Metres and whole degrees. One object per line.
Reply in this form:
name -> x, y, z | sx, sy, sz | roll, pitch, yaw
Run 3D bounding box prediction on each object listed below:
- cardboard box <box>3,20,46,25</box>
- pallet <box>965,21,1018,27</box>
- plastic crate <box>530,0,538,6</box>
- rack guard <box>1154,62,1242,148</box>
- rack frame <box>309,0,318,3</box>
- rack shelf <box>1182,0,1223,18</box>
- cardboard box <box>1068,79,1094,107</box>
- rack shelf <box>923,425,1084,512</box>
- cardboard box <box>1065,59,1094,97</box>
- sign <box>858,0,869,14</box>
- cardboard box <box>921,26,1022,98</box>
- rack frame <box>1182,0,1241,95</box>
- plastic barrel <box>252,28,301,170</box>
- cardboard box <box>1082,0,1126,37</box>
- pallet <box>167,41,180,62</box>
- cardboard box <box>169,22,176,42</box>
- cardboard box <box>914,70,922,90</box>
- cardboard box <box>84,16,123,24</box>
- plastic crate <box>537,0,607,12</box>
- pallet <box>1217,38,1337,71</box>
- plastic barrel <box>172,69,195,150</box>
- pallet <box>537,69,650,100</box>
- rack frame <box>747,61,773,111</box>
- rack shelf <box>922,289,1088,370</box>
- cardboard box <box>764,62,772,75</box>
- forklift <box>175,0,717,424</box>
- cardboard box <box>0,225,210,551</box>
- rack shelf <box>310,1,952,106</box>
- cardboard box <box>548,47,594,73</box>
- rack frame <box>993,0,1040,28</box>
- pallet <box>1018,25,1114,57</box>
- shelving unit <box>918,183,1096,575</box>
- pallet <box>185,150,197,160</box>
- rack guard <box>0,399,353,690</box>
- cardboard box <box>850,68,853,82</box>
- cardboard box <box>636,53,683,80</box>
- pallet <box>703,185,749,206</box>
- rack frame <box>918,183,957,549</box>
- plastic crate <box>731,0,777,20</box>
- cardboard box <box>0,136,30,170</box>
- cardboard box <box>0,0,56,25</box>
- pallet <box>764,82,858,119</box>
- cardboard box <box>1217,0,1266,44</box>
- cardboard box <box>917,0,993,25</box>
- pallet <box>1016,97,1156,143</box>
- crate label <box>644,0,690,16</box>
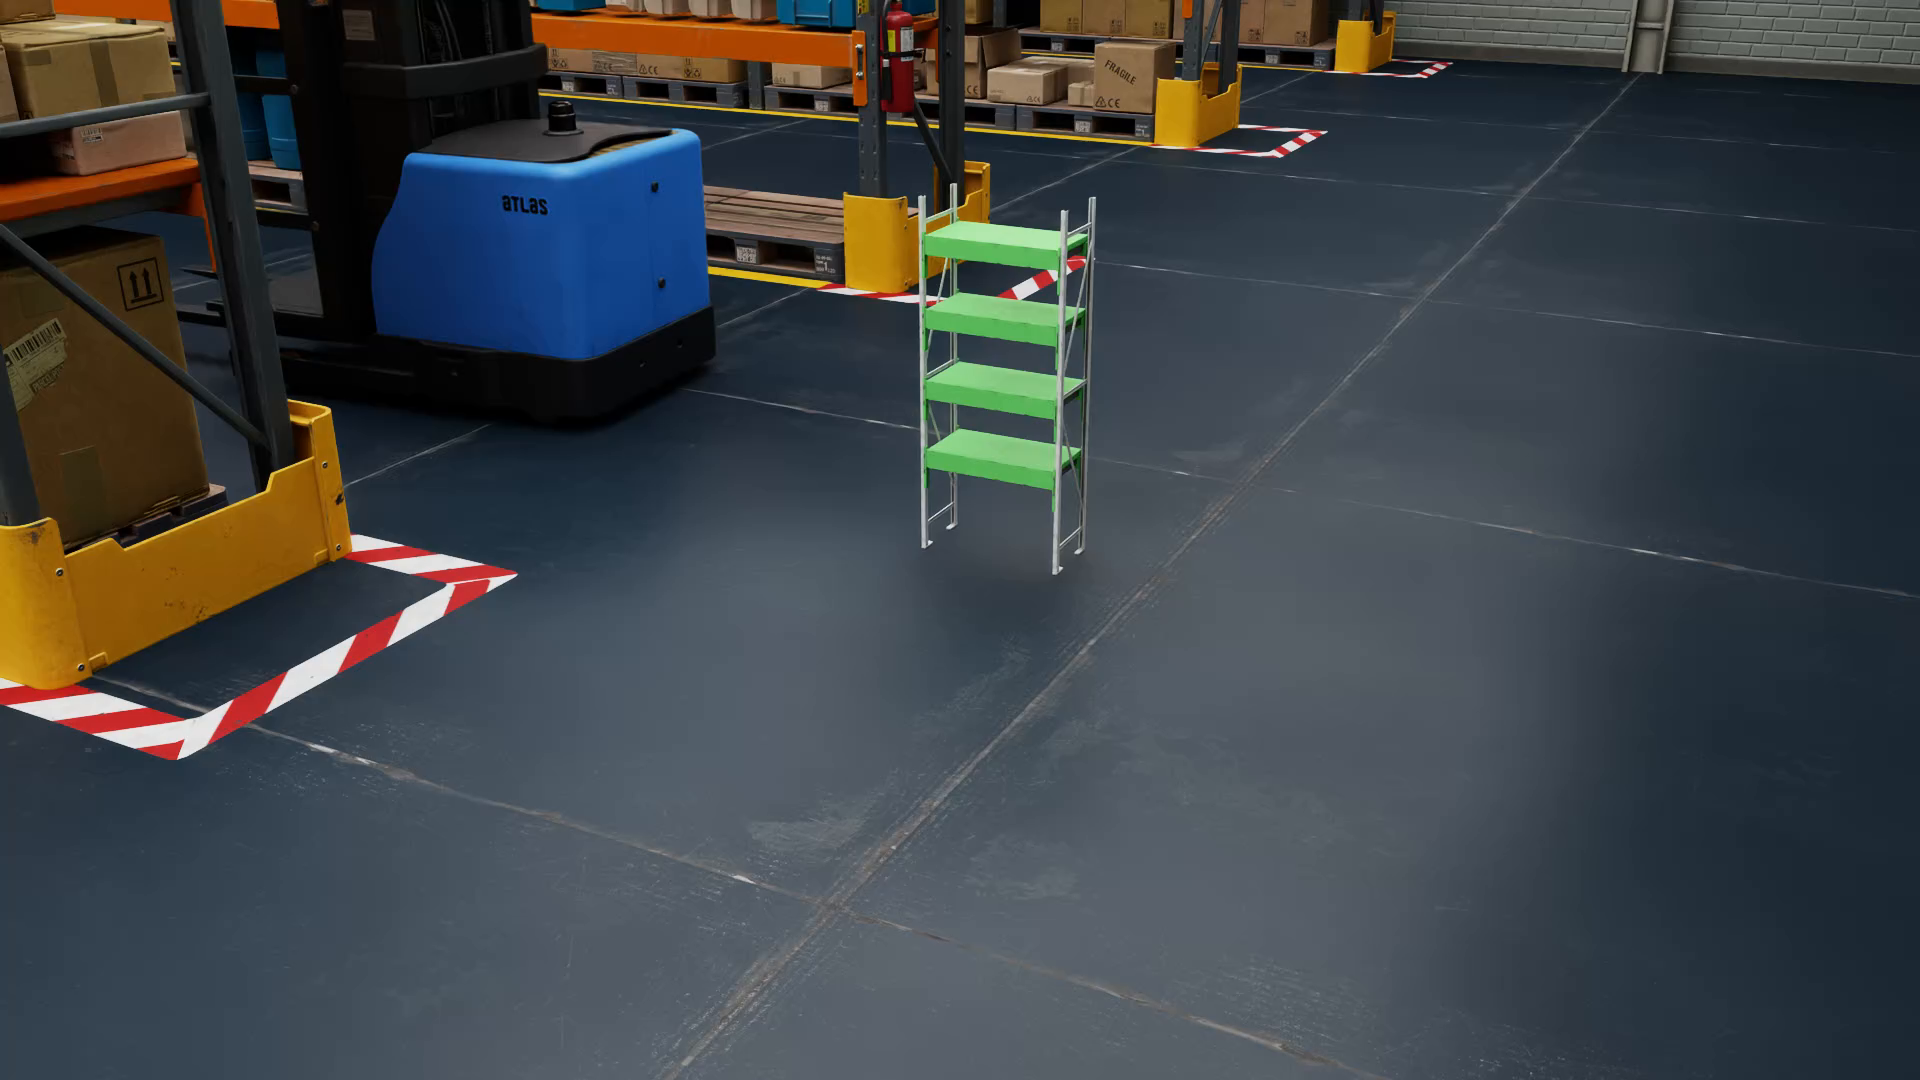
cardboard box -> -3.258, -1.518, 5.297 | 0.500, 0.250, 0.500 | 11, 25, 24
pallet -> -0.072, -5.904, 19.364 | 1.213, 0.211, 1.003 | 11, 25, 25
plastic crate -> -2.540, -3.257, 9.649 | 0.530, 0.282, 0.437 | 11, 25, 25
rack guard -> 1.921, -3.504, 13.350 | 0.348, 0.500, 1.175 | 11, 25, 25
rack frame -> -3.820, -3.617, 10.423 | 0.127, 3.000, 1.000 | 11, 25, 25
rack shelf -> 0.204, -4.663, 13.800 | 4.000, 0.370, 1.077 | 11, 25, 25
cardboard box -> 1.071, -3.652, 13.563 | 0.250, 0.166, 0.380 | 11, 25, 25
rack shelf -> 0.148, -0.243, 5.565 | 0.480, 0.148, 0.258 | 11, 25, 25
cardboard box -> 1.185, -3.861, 13.947 | 0.500, 0.250, 0.500 | 11, 25, 25
sign -> -0.484, -2.791, 8.272 | 0.005, 0.325, 0.100 | 11, 25, 25
cardboard box -> 0.098, -4.070, 14.116 | 0.637, 0.503, 0.797 | 11, 25, 25
rack frame -> 1.988, -4.640, 12.829 | 0.127, 3.000, 1.000 | 11, 25, 25
plastic barrel -> -4.297, -2.947, 10.992 | 0.708, 0.901, 0.600 | 11, 25, 25
cardboard box -> 1.718, -5.863, 18.360 | 0.500, 0.500, 0.700 | 11, 25, 24
pallet -> -8.046, -5.360, 18.083 | 1.213, 0.211, 1.003 | 11, 25, 25
cardboard box -> -8.017, -5.439, 17.683 | 0.500, 0.250, 0.500 | 12, 26, 26
cardboard box -> -0.528, -3.946, 14.255 | 0.250, 0.166, 0.380 | 11, 25, 25
cardboard box -> -9.233, -5.693, 18.280 | 0.500, 0.250, 0.500 | 11, 25, 25
plastic crate -> -2.198, -3.135, 9.426 | 0.300, 0.233, 0.416 | 11, 25, 25
pallet -> 3.471, -5.202, 17.712 | 1.213, 0.211, 1.003 | 11, 25, 25
plastic barrel -> -5.393, -3.024, 11.670 | 0.421, 0.512, 0.421 | 0, 23, 0
pallet -> -3.417, -4.409, 15.847 | 1.213, 0.211, 1.003 | 11, 25, 25
rack frame -> -1.581, -5.347, 14.490 | 0.127, 3.000, 1.000 | 11, 25, 25
rack shelf -> 0.148, -0.685, 5.378 | 0.480, 0.148, 0.258 | 11, 25, 25
cardboard box -> -1.903, -4.569, 15.294 | 0.500, 0.500, 0.500 | 10, 25, 22
forklift -> -2.669, -2.186, 7.145 | 3.031, 2.935, 1.130 | 10, 25, 21
cardboard box -> -3.092, -0.482, 5.228 | 0.875, 0.875, 0.875 | 11, 25, 25
rack shelf -> -2.035, -2.933, 9.734 | 4.000, 0.370, 1.077 | 11, 25, 25
cardboard box -> -3.490, -4.654, 15.492 | 0.500, 0.500, 0.500 | 10, 25, 23
rack frame -> 0.651, -7.077, 18.559 | 0.127, 3.000, 1.000 | 11, 25, 25
pallet -> 1.294, -5.633, 18.725 | 1.213, 0.211, 1.003 | 11, 25, 25
shelving unit -> 0.148, -0.523, 5.446 | 0.503, 1.200, 0.258 | 11, 25, 25
pallet -> -5.582, -2.700, 11.829 | 1.213, 0.211, 1.003 | 11, 25, 25
rack guard -> -2.463, -0.027, 5.174 | 0.348, 0.500, 1.175 | 11, 25, 25
cardboard box -> -0.945, -4.397, 14.889 | 0.500, 0.500, 0.500 | 11, 25, 25
cardboard box -> -2.588, -4.476, 15.074 | 0.500, 0.500, 0.500 | 11, 26, 25
pallet -> -2.053, -2.003, 10.190 | 1.213, 0.211, 1.003 | 11, 25, 25
rack frame -> -0.070, -0.566, 5.548 | 0.015, 1.200, 0.240 | 11, 25, 25
plastic crate -> -1.059, -2.898, 8.992 | 0.243, 0.136, 0.396 | 11, 25, 25
cardboard box -> -2.882, -1.288, 5.268 | 0.250, 0.149, 0.380 | 11, 25, 24
cardboard box -> -3.237, -1.862, 5.148 | 0.500, 0.500, 0.500 | 11, 25, 23
pallet -> -0.969, -3.942, 14.749 | 1.213, 0.211, 1.003 | 11, 25, 25
cardboard box -> 3.104, -5.591, 17.722 | 0.500, 0.500, 0.700 | 11, 25, 24
cardboard box -> 0.012, -6.351, 19.061 | 0.750, 0.750, 0.750 | 12, 26, 25
pallet -> 1.209, -3.511, 13.736 | 1.213, 0.211, 1.003 | 11, 25, 25
crate label -> -1.571, -2.995, 9.220 | 0.243, 0.136, 0.396 | 11, 25, 25
